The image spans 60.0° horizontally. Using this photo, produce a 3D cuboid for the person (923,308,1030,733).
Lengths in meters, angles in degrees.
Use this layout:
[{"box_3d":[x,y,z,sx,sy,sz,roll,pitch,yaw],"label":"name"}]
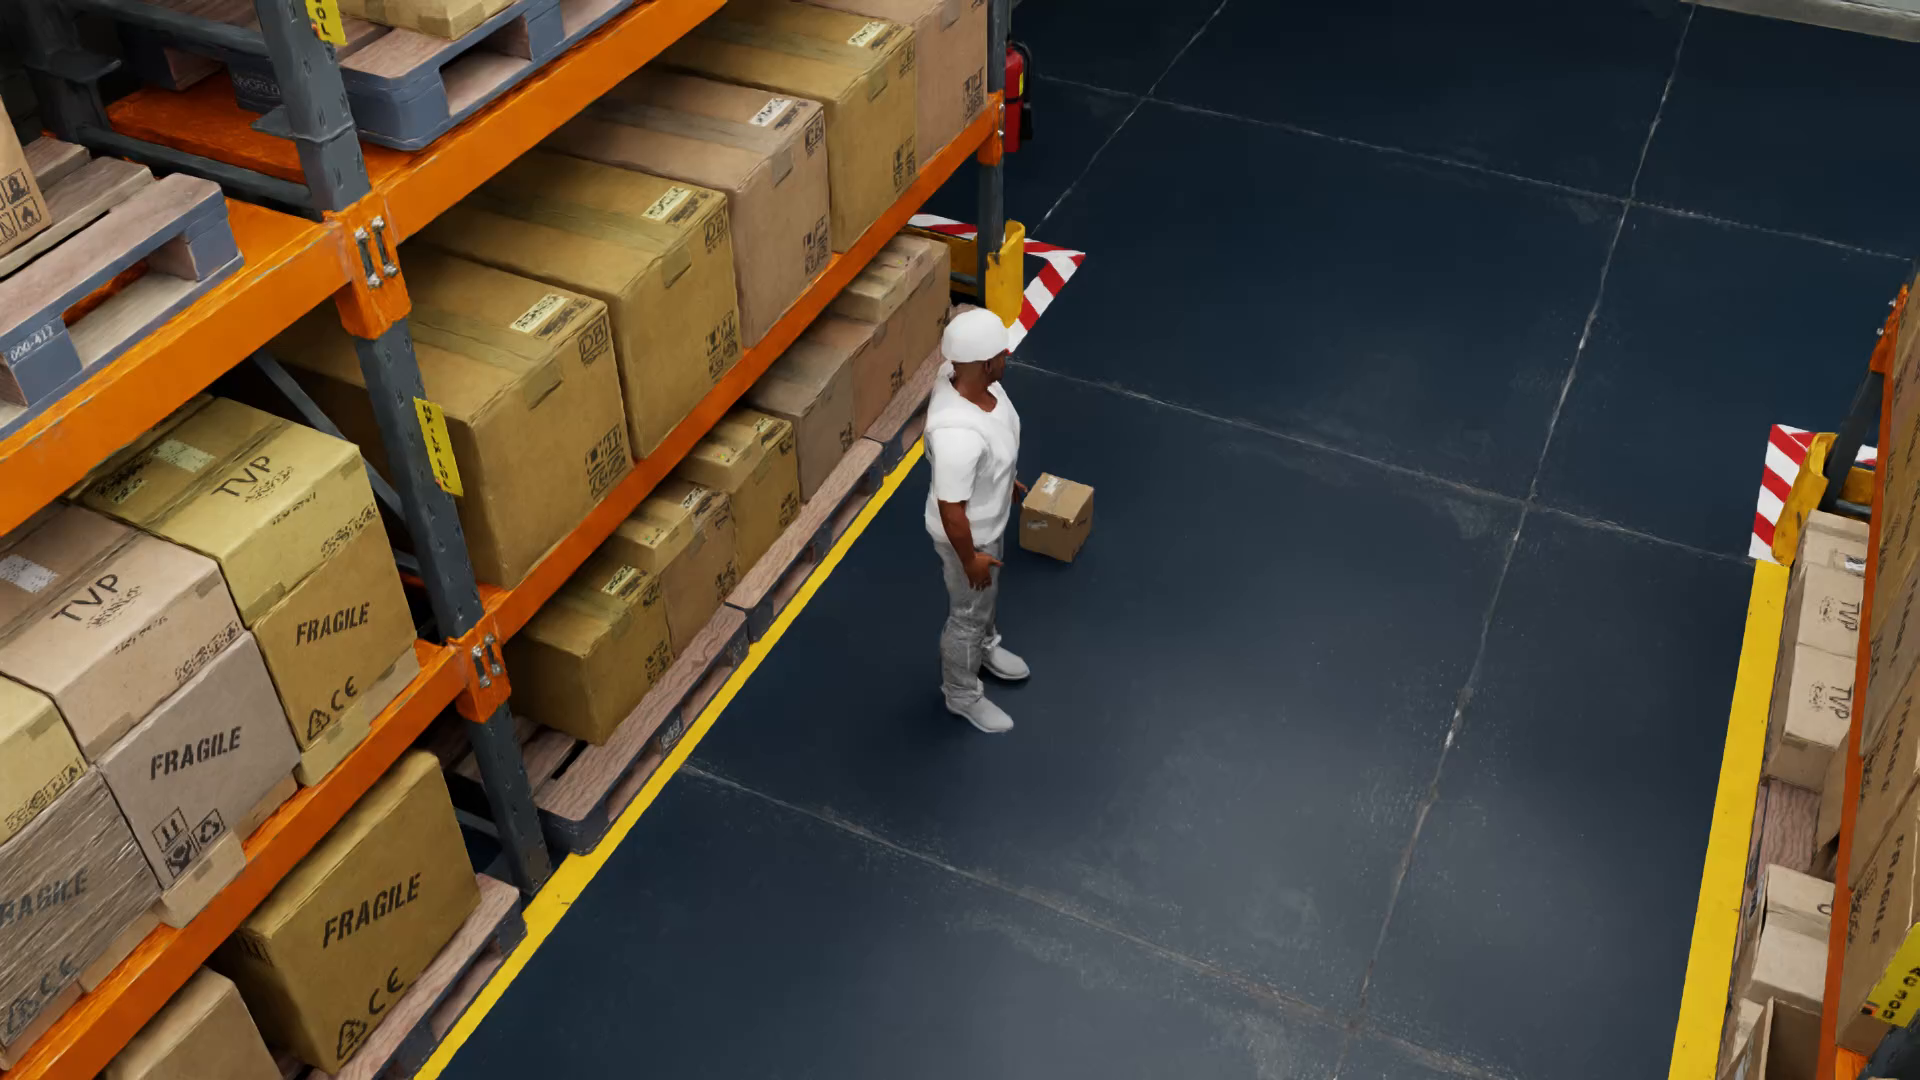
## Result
[{"box_3d":[0.076,-0.079,6.223,0.413,1.804,0.613,5,42,6],"label":"person"}]
